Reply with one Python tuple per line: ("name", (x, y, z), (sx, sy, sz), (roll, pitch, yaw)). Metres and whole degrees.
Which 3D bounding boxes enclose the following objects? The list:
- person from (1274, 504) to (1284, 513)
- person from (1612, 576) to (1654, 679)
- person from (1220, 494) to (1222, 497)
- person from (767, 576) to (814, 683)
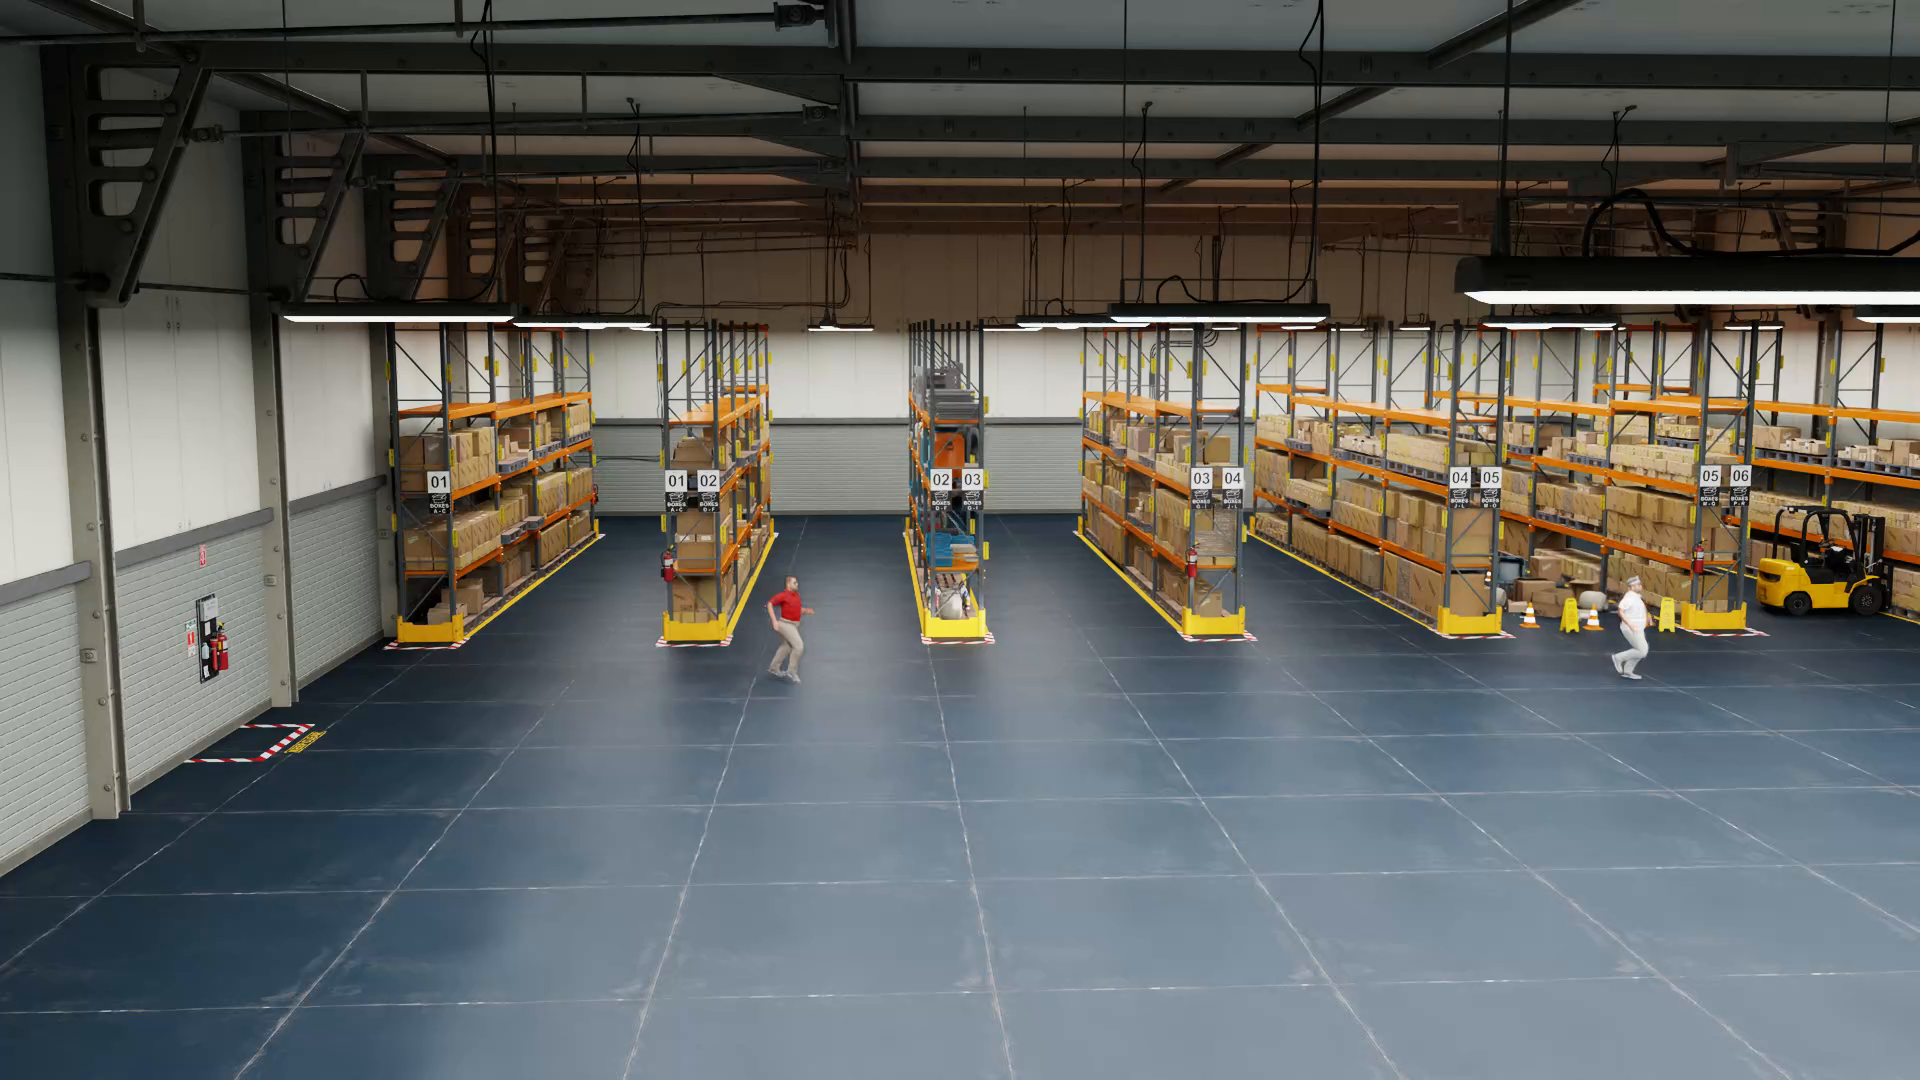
("person", (9.486, -1.160, 49.043), (0.599, 1.651, 0.673), (5, 8, 33))
("person", (11.213, 1.455, 27.681), (0.596, 1.740, 0.668), (4, 8, 31))
("person", (7.821, -1.109, 48.440), (0.739, 1.755, 0.753), (-4, 8, -31))
("person", (-2.813, 1.491, 27.522), (0.854, 1.790, 0.628), (2, 7, 17))
